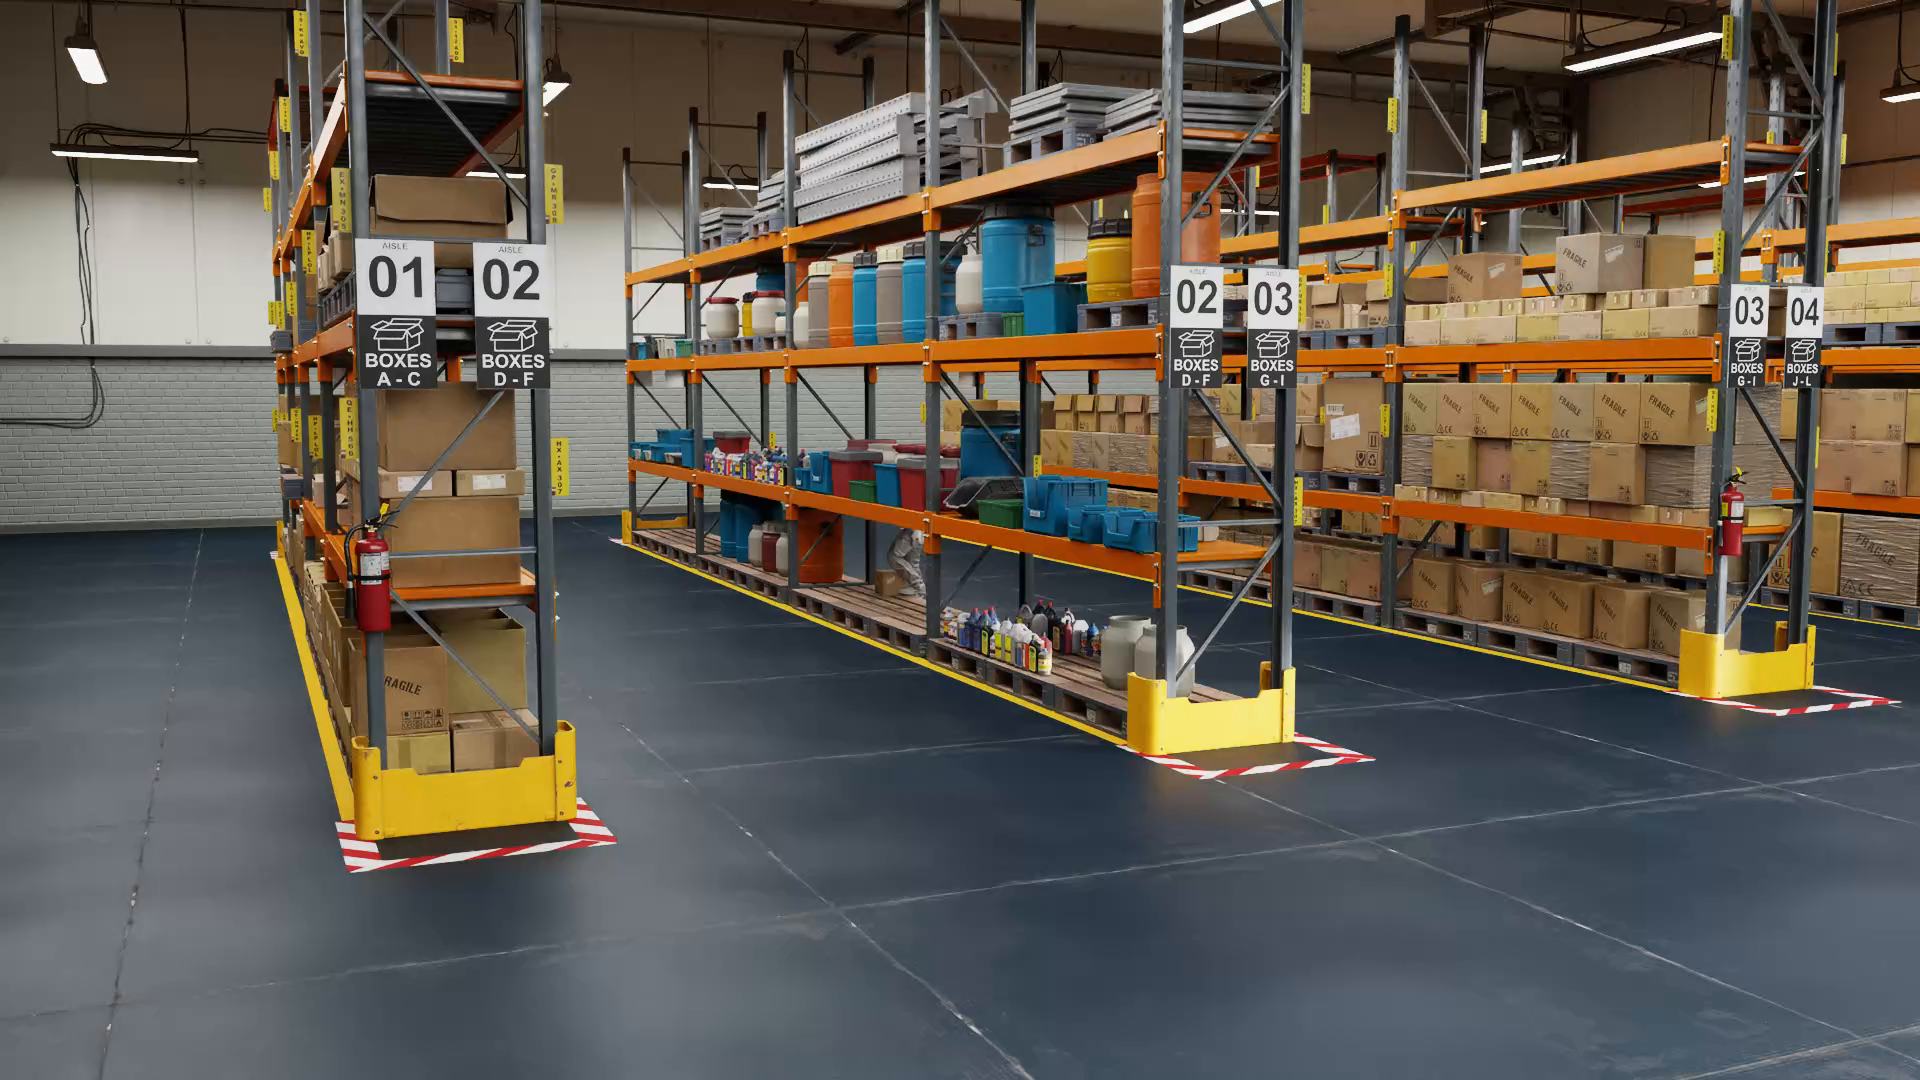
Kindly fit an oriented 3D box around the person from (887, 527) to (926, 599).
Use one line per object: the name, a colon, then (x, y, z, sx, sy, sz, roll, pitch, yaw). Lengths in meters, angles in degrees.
person: (-0.548, -0.090, 17.745, 0.541, 1.750, 0.617, -1, 5, -7)
